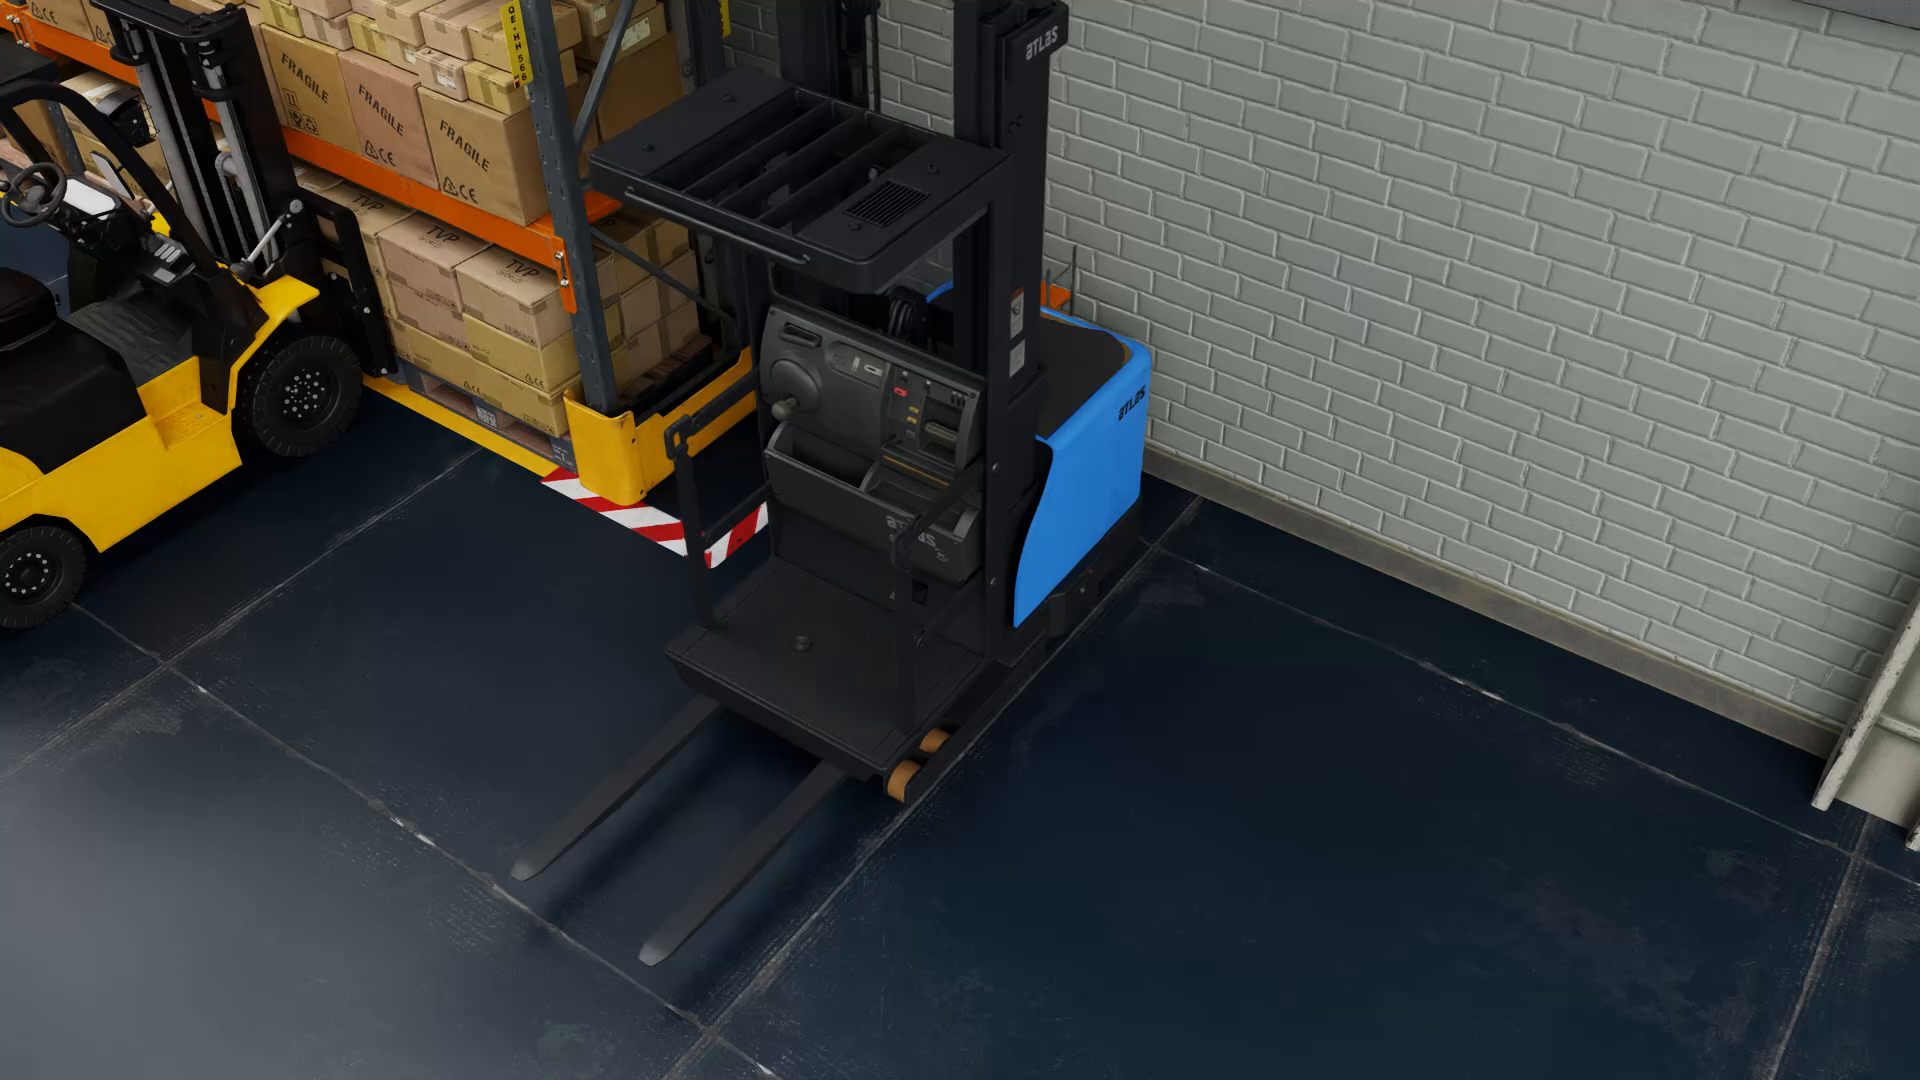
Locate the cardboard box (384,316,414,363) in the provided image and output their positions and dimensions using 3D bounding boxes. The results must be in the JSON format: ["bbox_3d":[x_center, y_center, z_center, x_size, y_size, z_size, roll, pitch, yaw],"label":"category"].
[{"bbox_3d":[-2.727,-1.183,8.318,0.500,0.250,0.500,26,48,26],"label":"cardboard box"}]

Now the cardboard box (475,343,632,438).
[{"bbox_3d":[-1.920,-0.791,7.880,0.500,0.250,0.500,25,48,26],"label":"cardboard box"}]

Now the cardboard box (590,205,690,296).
[{"bbox_3d":[-1.639,-1.443,7.859,0.500,0.250,0.500,24,47,25],"label":"cardboard box"}]

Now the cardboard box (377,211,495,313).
[{"bbox_3d":[-2.332,-1.354,7.760,0.500,0.250,0.500,26,48,26],"label":"cardboard box"}]

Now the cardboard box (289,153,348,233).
[{"bbox_3d":[-3.161,-1.740,8.191,0.500,0.250,0.500,24,47,25],"label":"cardboard box"}]

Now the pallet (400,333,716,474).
[{"bbox_3d":[-2.004,-0.882,8.326,1.213,0.211,1.003,25,48,25],"label":"pallet"}]

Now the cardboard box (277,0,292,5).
[{"bbox_3d":[-2.871,-2.497,7.255,0.250,0.149,0.380,26,48,26],"label":"cardboard box"}]

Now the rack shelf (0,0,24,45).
[{"bbox_3d":[-6.267,-3.681,9.902,4.000,0.370,1.077,25,48,25],"label":"rack shelf"}]

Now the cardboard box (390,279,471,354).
[{"bbox_3d":[-2.337,-1.183,7.943,0.500,0.250,0.500,25,47,25],"label":"cardboard box"}]

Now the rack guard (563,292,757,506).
[{"bbox_3d":[-1.335,-0.711,7.918,0.348,0.500,1.175,25,48,25],"label":"rack guard"}]

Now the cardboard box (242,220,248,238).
[{"bbox_3d":[-3.592,-1.757,8.585,0.500,0.250,0.500,25,47,25],"label":"cardboard box"}]

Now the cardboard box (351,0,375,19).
[{"bbox_3d":[-2.379,-2.362,7.104,0.250,0.149,0.380,25,48,26],"label":"cardboard box"}]

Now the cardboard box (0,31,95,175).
[{"bbox_3d":[-5.063,-2.648,9.674,0.625,0.625,0.875,27,48,27],"label":"cardboard box"}]

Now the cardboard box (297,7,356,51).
[{"bbox_3d":[-2.645,-2.302,7.260,0.250,0.149,0.380,24,47,24],"label":"cardboard box"}]

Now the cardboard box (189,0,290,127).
[{"bbox_3d":[-3.165,-2.320,7.767,0.500,0.500,0.500,25,48,26],"label":"cardboard box"}]

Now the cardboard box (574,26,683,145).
[{"bbox_3d":[-1.600,-2.030,7.443,0.500,0.500,0.500,27,48,27],"label":"cardboard box"}]

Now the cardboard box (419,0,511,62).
[{"bbox_3d":[-1.988,-2.141,6.857,0.250,0.149,0.380,25,48,25],"label":"cardboard box"}]

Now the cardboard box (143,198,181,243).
[{"bbox_3d":[-3.999,-1.763,8.966,0.500,0.250,0.500,24,47,24],"label":"cardboard box"}]

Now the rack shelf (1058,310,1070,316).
[{"bbox_3d":[0.355,-0.927,7.341,0.180,0.103,0.258,24,47,24],"label":"rack shelf"}]

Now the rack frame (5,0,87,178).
[{"bbox_3d":[-4.629,-3.183,8.806,0.127,3.000,1.000,25,48,25],"label":"rack frame"}]

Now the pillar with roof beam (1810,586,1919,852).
[{"bbox_3d":[1.034,0.002,0.748,0.400,9.000,9.100,25,48,25],"label":"pillar with roof beam"}]

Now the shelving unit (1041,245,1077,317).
[{"bbox_3d":[0.355,-0.781,7.471,0.189,1.200,0.258,24,47,24],"label":"shelving unit"}]

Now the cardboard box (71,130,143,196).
[{"bbox_3d":[-4.410,-2.147,9.021,0.500,0.250,0.500,25,47,25],"label":"cardboard box"}]

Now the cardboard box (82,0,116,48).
[{"bbox_3d":[-3.980,-2.718,8.211,0.500,0.500,0.500,26,48,26],"label":"cardboard box"}]

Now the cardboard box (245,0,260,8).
[{"bbox_3d":[-3.016,-2.533,7.518,0.250,0.149,0.380,25,47,25],"label":"cardboard box"}]

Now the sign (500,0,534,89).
[{"bbox_3d":[-1.677,-1.880,6.304,0.005,0.325,0.100,25,48,25],"label":"sign"}]

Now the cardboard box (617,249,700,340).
[{"bbox_3d":[-1.620,-1.263,8.033,0.500,0.250,0.500,26,48,26],"label":"cardboard box"}]

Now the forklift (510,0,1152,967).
[{"bbox_3d":[-0.452,-0.453,5.807,1.130,2.935,3.031,25,47,25],"label":"forklift"}]

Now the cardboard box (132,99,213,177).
[{"bbox_3d":[-4.000,-2.130,8.626,0.500,0.250,0.500,25,48,25],"label":"cardboard box"}]

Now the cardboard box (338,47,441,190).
[{"bbox_3d":[-2.327,-1.938,7.339,0.500,0.500,0.500,27,48,27],"label":"cardboard box"}]

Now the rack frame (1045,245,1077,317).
[{"bbox_3d":[0.432,-0.747,7.434,0.006,1.200,0.240,24,47,24],"label":"rack frame"}]

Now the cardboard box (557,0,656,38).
[{"bbox_3d":[-1.507,-2.287,7.020,0.250,0.149,0.380,24,47,25],"label":"cardboard box"}]

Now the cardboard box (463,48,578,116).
[{"bbox_3d":[-1.799,-1.910,6.822,0.250,0.149,0.380,26,48,26],"label":"cardboard box"}]

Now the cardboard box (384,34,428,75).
[{"bbox_3d":[-2.203,-2.125,7.062,0.250,0.149,0.380,26,48,26],"label":"cardboard box"}]
